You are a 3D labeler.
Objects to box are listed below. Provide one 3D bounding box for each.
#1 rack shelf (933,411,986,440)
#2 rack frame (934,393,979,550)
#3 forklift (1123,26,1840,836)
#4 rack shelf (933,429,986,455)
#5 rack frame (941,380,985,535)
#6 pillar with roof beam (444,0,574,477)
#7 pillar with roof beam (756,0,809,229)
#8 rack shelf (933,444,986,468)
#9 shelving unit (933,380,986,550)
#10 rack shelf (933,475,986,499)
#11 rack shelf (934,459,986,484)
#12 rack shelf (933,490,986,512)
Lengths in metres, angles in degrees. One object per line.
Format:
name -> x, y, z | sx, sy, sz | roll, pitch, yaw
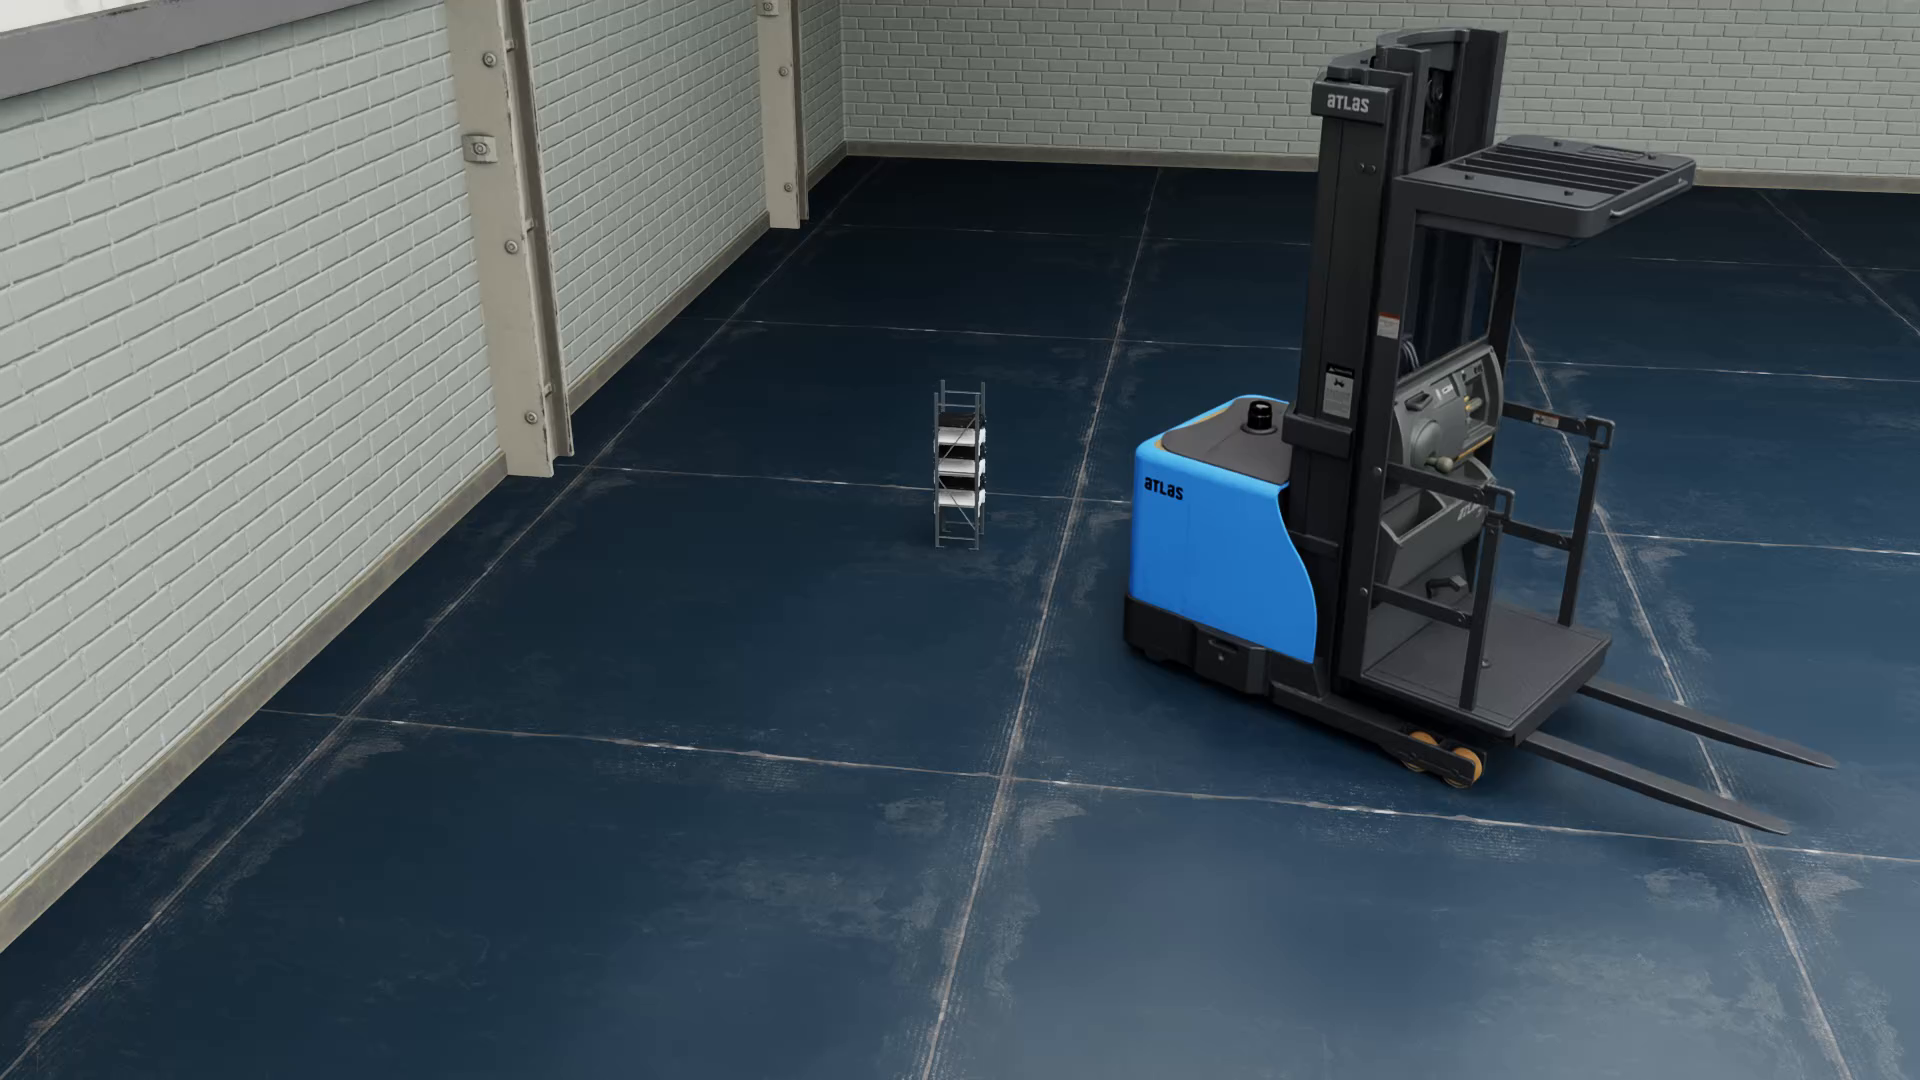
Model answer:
rack shelf -> -0.001, -0.619, 8.952 | 0.258, 0.077, 0.200 | 4, 25, 9
rack frame -> -0.018, -0.362, 8.961 | 0.240, 0.900, 0.006 | 4, 25, 9
forklift -> 2.232, -0.533, 6.932 | 3.031, 2.935, 1.130 | 20, 32, 37
rack shelf -> -0.001, -0.537, 8.990 | 0.258, 0.077, 0.200 | 4, 25, 9
rack frame -> 0.015, -0.447, 9.143 | 0.240, 0.900, 0.006 | 4, 25, 9
pillar with roof beam -> 1.650, -4.250, 7.714 | 9.100, 9.000, 0.400 | 4, 25, 9
pillar with roof beam -> 2.631, -6.759, 13.075 | 9.100, 9.000, 0.400 | 4, 25, 9
rack shelf -> -0.001, -0.455, 9.028 | 0.258, 0.077, 0.200 | 4, 25, 9
shelving unit -> -0.001, -0.404, 9.052 | 0.258, 0.900, 0.210 | 4, 25, 9
rack shelf -> -0.001, -0.292, 9.104 | 0.258, 0.077, 0.200 | 4, 25, 9
rack shelf -> -0.001, -0.374, 9.066 | 0.258, 0.077, 0.200 | 4, 25, 9
rack shelf -> -0.001, -0.211, 9.142 | 0.258, 0.077, 0.200 | 4, 25, 9
